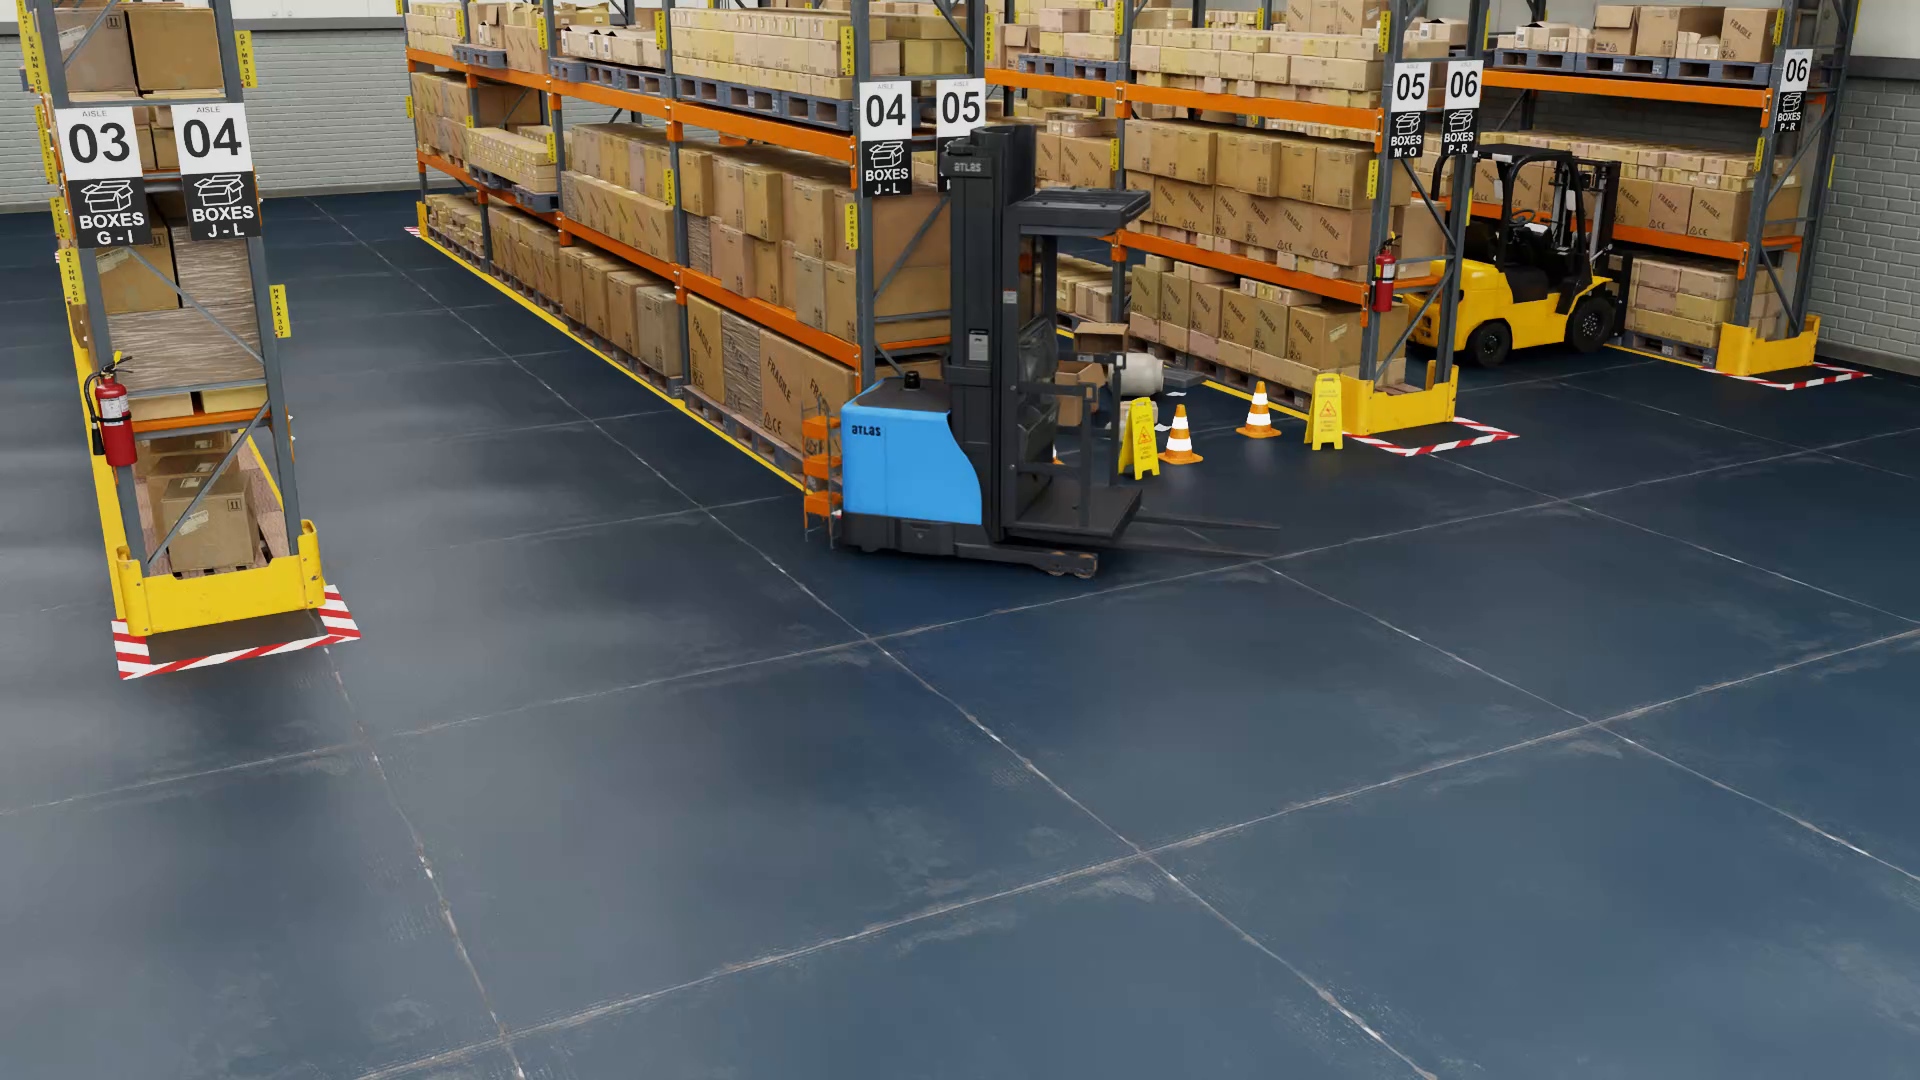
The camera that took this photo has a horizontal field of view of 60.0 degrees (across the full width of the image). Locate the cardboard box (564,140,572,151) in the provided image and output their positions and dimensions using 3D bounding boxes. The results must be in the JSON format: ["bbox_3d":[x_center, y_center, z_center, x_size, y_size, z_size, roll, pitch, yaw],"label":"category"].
[{"bbox_3d":[-4.635,-4.785,20.230,0.380,0.149,0.250,-9,21,-24],"label":"cardboard box"}]

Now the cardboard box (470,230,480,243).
[{"bbox_3d":[-6.556,-4.217,23.025,0.380,0.149,0.250,-11,22,-29],"label":"cardboard box"}]

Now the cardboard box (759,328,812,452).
[{"bbox_3d":[-1.089,-1.295,13.899,0.875,0.875,0.875,-10,22,-28],"label":"cardboard box"}]

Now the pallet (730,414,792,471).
[{"bbox_3d":[-1.313,-0.913,14.454,1.003,0.211,1.213,-10,21,-27],"label":"pallet"}]

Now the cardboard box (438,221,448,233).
[{"bbox_3d":[-7.575,-4.685,24.836,0.380,0.149,0.250,-10,21,-26],"label":"cardboard box"}]

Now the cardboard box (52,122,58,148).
[{"bbox_3d":[-5.874,-2.806,11.295,0.500,0.250,0.500,-10,22,-28],"label":"cardboard box"}]

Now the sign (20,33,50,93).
[{"bbox_3d":[-5.200,-2.681,9.346,0.100,0.325,0.005,-10,21,-27],"label":"sign"}]

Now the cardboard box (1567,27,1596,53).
[{"bbox_3d":[6.924,-5.505,18.297,0.396,0.266,0.258,-11,22,-28],"label":"cardboard box"}]

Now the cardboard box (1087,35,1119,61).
[{"bbox_3d":[1.715,-5.299,17.876,0.500,0.250,0.500,-10,22,-28],"label":"cardboard box"}]

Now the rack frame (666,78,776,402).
[{"bbox_3d":[-2.189,-2.812,15.683,1.000,3.000,0.127,-10,21,-27],"label":"rack frame"}]

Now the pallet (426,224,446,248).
[{"bbox_3d":[-7.496,-4.678,25.366,1.003,0.211,1.213,-10,21,-27],"label":"pallet"}]

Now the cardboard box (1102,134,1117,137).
[{"bbox_3d":[1.911,-4.317,18.791,0.500,0.500,0.500,-10,21,-26],"label":"cardboard box"}]

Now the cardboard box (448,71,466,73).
[{"bbox_3d":[-7.451,-6.825,25.169,0.500,0.500,0.500,-10,22,-28],"label":"cardboard box"}]

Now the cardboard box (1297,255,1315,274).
[{"bbox_3d":[3.332,-2.548,15.301,0.380,0.149,0.250,-10,22,-28],"label":"cardboard box"}]

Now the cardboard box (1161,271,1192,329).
[{"bbox_3d":[2.427,-2.498,17.194,0.500,0.500,0.500,-9,21,-24],"label":"cardboard box"}]

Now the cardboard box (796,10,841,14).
[{"bbox_3d":[-1.136,-4.316,13.808,0.380,0.149,0.250,-10,22,-27],"label":"cardboard box"}]

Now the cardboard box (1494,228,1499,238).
[{"bbox_3d":[6.440,-3.562,19.894,0.500,0.250,0.500,-10,22,-27],"label":"cardboard box"}]

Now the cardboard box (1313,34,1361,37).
[{"bbox_3d":[3.524,-4.648,15.568,0.380,0.149,0.250,-9,21,-25],"label":"cardboard box"}]

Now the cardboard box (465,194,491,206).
[{"bbox_3d":[-7.344,-5.195,25.404,0.380,0.149,0.250,-10,21,-26],"label":"cardboard box"}]

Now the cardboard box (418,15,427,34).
[{"bbox_3d":[-7.429,-7.378,23.778,0.500,0.250,0.500,-10,21,-26],"label":"cardboard box"}]

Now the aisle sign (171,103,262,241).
[{"bbox_3d":[-4.409,-2.182,9.872,0.394,0.787,0.004,-10,21,-27],"label":"aisle sign"}]

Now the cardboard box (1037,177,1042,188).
[{"bbox_3d":[1.126,-4.179,19.386,0.380,0.149,0.250,-11,22,-29],"label":"cardboard box"}]

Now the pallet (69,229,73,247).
[{"bbox_3d":[-8.069,-2.942,16.354,1.213,0.211,1.003,-10,21,-27],"label":"pallet"}]

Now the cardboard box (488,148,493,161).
[{"bbox_3d":[-5.704,-4.845,20.859,0.380,0.149,0.250,-9,21,-24],"label":"cardboard box"}]

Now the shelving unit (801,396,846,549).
[{"bbox_3d":[-0.965,-0.484,11.924,0.252,1.050,0.215,14,23,35],"label":"shelving unit"}]

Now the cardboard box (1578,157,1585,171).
[{"bbox_3d":[6.989,-4.228,18.637,0.380,0.149,0.250,-11,22,-28],"label":"cardboard box"}]

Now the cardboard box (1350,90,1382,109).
[{"bbox_3d":[3.603,-3.818,14.384,0.380,0.149,0.250,-10,21,-26],"label":"cardboard box"}]

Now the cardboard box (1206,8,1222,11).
[{"bbox_3d":[3.687,-7.854,24.826,0.380,0.149,0.250,-9,21,-25],"label":"cardboard box"}]

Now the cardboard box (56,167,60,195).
[{"bbox_3d":[-9.926,-3.958,18.850,0.500,0.500,0.500,-11,22,-28],"label":"cardboard box"}]

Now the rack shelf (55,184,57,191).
[{"bbox_3d":[-11.350,-4.604,21.977,1.077,0.370,4.000,-10,21,-27],"label":"rack shelf"}]

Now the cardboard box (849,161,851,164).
[{"bbox_3d":[-1.226,-5.368,23.321,0.500,0.250,0.500,-10,21,-27],"label":"cardboard box"}]

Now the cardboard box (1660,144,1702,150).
[{"bbox_3d":[7.892,-4.243,18.226,0.380,0.149,0.250,-11,22,-28],"label":"cardboard box"}]

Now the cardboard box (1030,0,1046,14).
[{"bbox_3d":[1.504,-8.945,27.863,0.500,0.250,0.500,-9,21,-25],"label":"cardboard box"}]

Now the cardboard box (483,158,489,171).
[{"bbox_3d":[-5.835,-4.781,21.129,0.380,0.149,0.250,-10,21,-26],"label":"cardboard box"}]

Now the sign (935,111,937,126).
[{"bbox_3d":[-0.267,-5.217,20.876,0.100,0.325,0.005,-10,21,-27],"label":"sign"}]

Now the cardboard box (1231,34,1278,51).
[{"bbox_3d":[2.793,-4.710,15.746,0.380,0.149,0.250,-10,21,-26],"label":"cardboard box"}]

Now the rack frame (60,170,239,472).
[{"bbox_3d":[-6.602,-2.073,13.540,1.000,3.000,0.127,-10,21,-27],"label":"rack frame"}]

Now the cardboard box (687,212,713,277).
[{"bbox_3d":[-2.003,-2.779,15.357,0.875,0.550,0.550,-10,21,-27],"label":"cardboard box"}]

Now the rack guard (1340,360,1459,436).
[{"bbox_3d":[3.983,-1.300,15.132,1.175,0.500,0.348,-10,21,-27],"label":"rack guard"}]

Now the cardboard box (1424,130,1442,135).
[{"bbox_3d":[6.074,-5.168,21.363,0.380,0.149,0.250,-10,21,-27],"label":"cardboard box"}]

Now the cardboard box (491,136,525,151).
[{"bbox_3d":[-5.590,-4.914,20.604,0.380,0.149,0.250,-9,21,-25],"label":"cardboard box"}]

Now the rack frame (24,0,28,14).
[{"bbox_3d":[-12.300,-8.354,22.545,1.000,3.000,0.127,-10,21,-27],"label":"rack frame"}]

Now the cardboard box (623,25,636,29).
[{"bbox_3d":[-3.328,-5.329,17.716,0.500,0.311,0.500,-10,21,-27],"label":"cardboard box"}]

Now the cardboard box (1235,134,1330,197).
[{"bbox_3d":[3.018,-3.510,15.563,0.700,0.500,0.500,-10,22,-27],"label":"cardboard box"}]

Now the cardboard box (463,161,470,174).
[{"bbox_3d":[-6.547,-5.093,22.677,0.380,0.149,0.250,-11,22,-28],"label":"cardboard box"}]

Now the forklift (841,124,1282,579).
[{"bbox_3d":[0.729,-1.314,11.445,3.031,2.935,1.130,6,20,16],"label":"forklift"}]

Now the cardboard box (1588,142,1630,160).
[{"bbox_3d":[7.192,-4.309,18.415,0.380,0.149,0.250,-10,21,-26],"label":"cardboard box"}]

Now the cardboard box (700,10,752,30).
[{"bbox_3d":[-1.952,-4.358,13.931,0.380,0.149,0.250,-10,22,-28],"label":"cardboard box"}]

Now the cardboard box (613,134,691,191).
[{"bbox_3d":[-3.154,-3.911,17.182,0.700,0.500,0.500,-10,22,-27],"label":"cardboard box"}]

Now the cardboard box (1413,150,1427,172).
[{"bbox_3d":[5.777,-4.791,20.881,0.500,0.250,0.500,-11,22,-28],"label":"cardboard box"}]

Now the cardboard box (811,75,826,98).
[{"bbox_3d":[-0.864,-3.324,12.156,0.380,0.149,0.250,-10,21,-26],"label":"cardboard box"}]

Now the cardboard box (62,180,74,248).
[{"bbox_3d":[-6.373,-2.422,12.409,0.500,0.500,0.500,-10,21,-27],"label":"cardboard box"}]

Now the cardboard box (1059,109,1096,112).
[{"bbox_3d":[1.980,-6.994,27.576,0.500,0.250,0.500,-10,21,-26],"label":"cardboard box"}]

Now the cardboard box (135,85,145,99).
[{"bbox_3d":[-5.377,-3.018,11.300,0.380,0.149,0.250,-10,22,-27],"label":"cardboard box"}]
